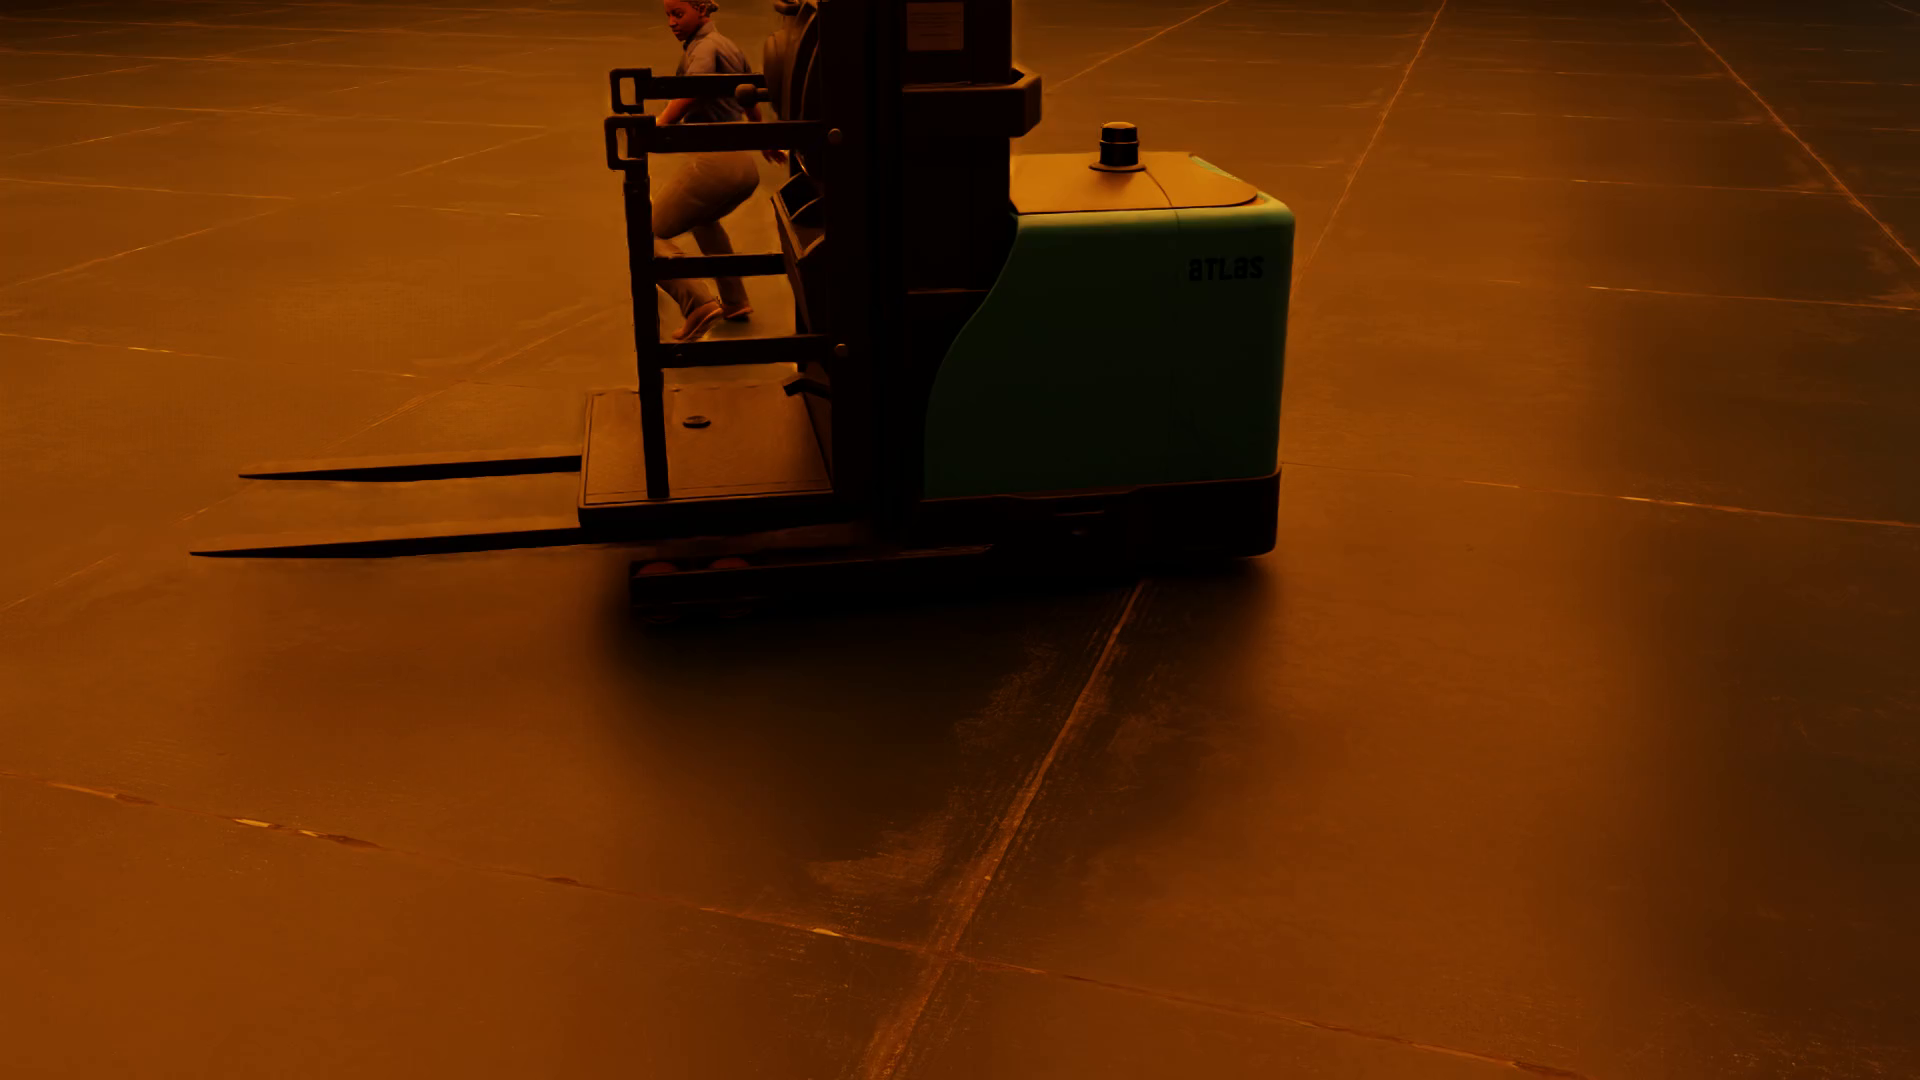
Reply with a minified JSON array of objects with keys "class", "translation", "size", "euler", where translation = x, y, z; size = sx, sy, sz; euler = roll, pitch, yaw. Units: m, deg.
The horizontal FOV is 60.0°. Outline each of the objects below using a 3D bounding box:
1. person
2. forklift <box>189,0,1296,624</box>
[{"class":"person","translation":[-1.049,-1.570,7.073],"size":[0.480,1.533,1.079],"euler":[7,23,16]},{"class":"forklift","translation":[-0.635,-1.342,4.530],"size":[3.031,2.935,1.130],"euler":[-4,23,-9]}]
